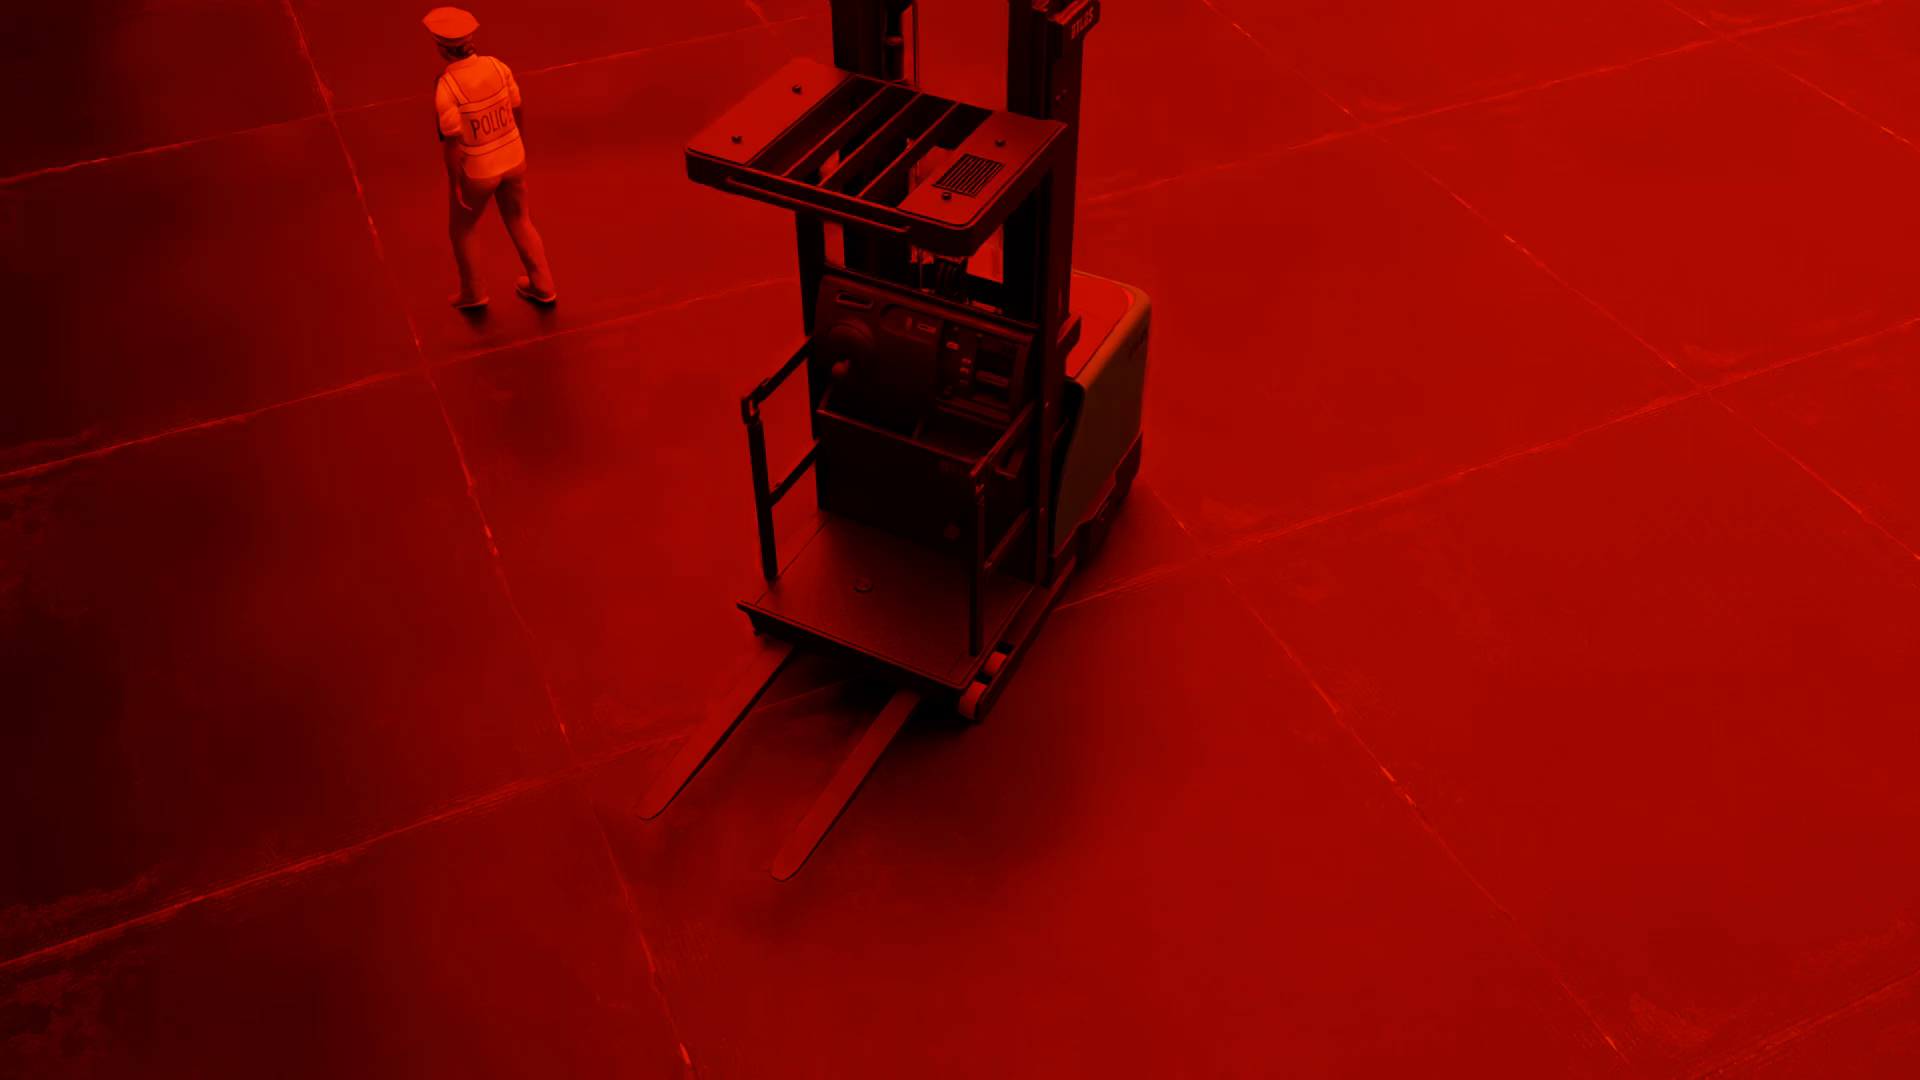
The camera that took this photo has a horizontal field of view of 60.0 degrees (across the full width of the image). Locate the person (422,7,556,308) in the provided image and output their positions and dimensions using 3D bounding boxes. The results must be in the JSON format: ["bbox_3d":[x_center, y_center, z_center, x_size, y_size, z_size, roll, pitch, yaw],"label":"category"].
[{"bbox_3d":[-2.521,-1.959,8.752,0.510,1.696,0.557,31,51,29],"label":"person"}]

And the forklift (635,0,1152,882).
[{"bbox_3d":[-0.252,-0.665,6.393,1.130,2.935,3.031,20,46,20],"label":"forklift"}]
